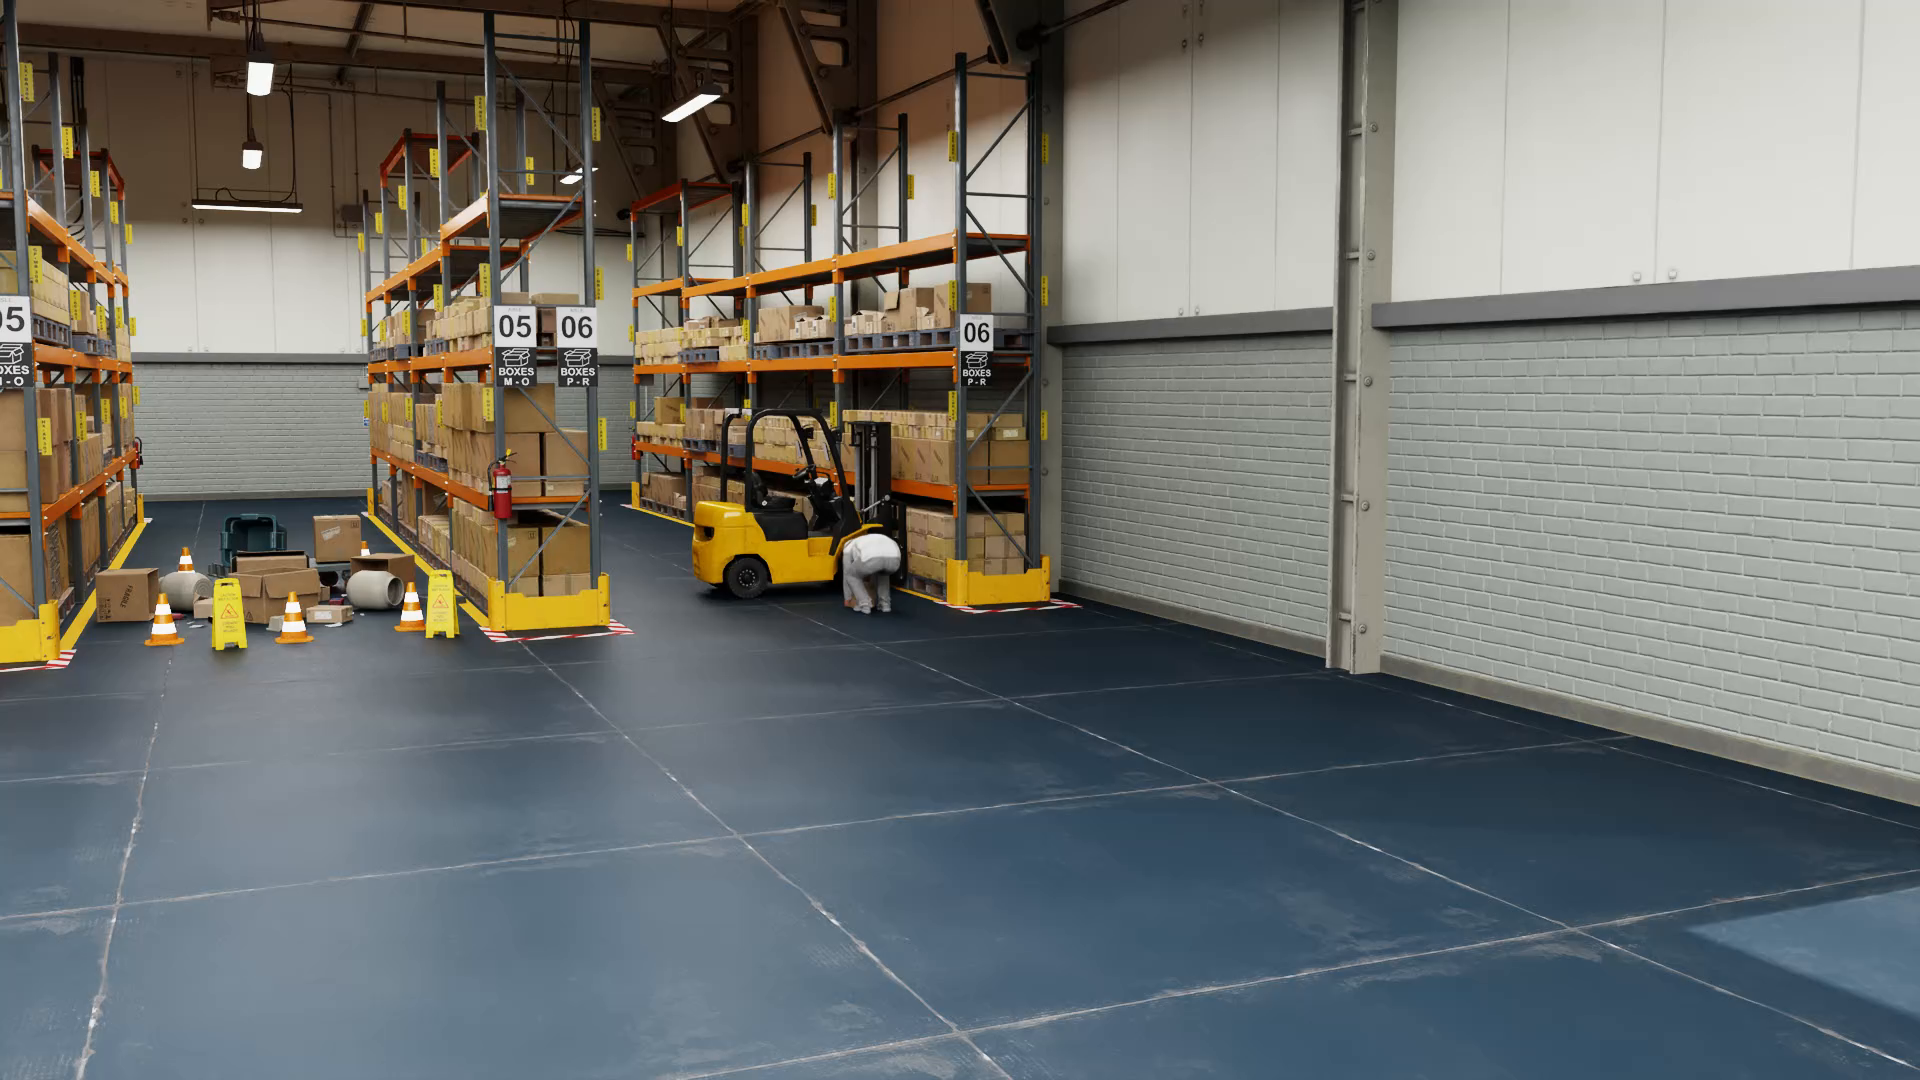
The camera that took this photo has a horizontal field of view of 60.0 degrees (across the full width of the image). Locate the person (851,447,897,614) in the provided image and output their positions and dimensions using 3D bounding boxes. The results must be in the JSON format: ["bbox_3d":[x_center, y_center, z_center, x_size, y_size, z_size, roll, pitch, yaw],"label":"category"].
[{"bbox_3d":[-0.951,-0.114,17.847,0.499,1.768,0.554,-2,6,-24],"label":"person"}]
